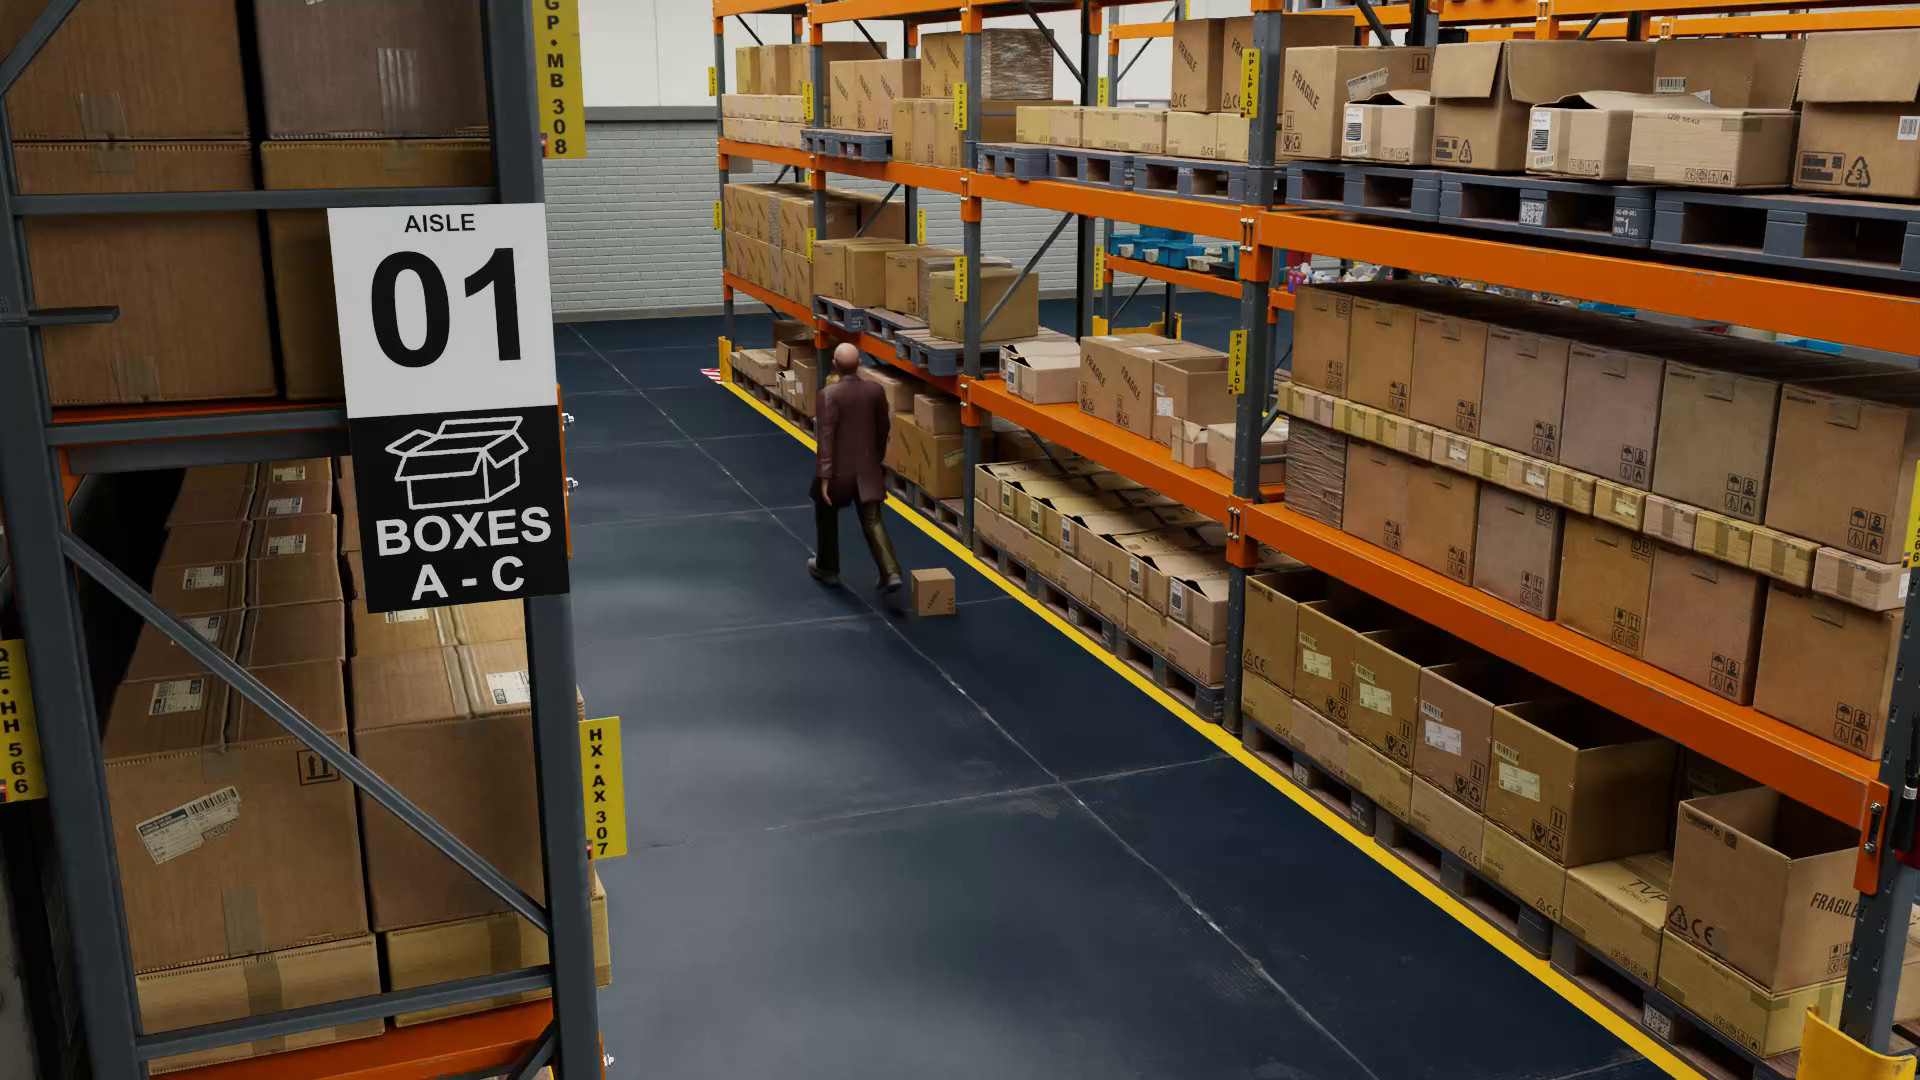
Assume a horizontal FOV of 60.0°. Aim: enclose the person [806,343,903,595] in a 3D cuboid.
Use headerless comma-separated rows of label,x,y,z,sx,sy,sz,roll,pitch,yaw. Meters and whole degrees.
person,-0.738,-0.480,11.313,0.629,1.728,1.153,-8,17,-26
